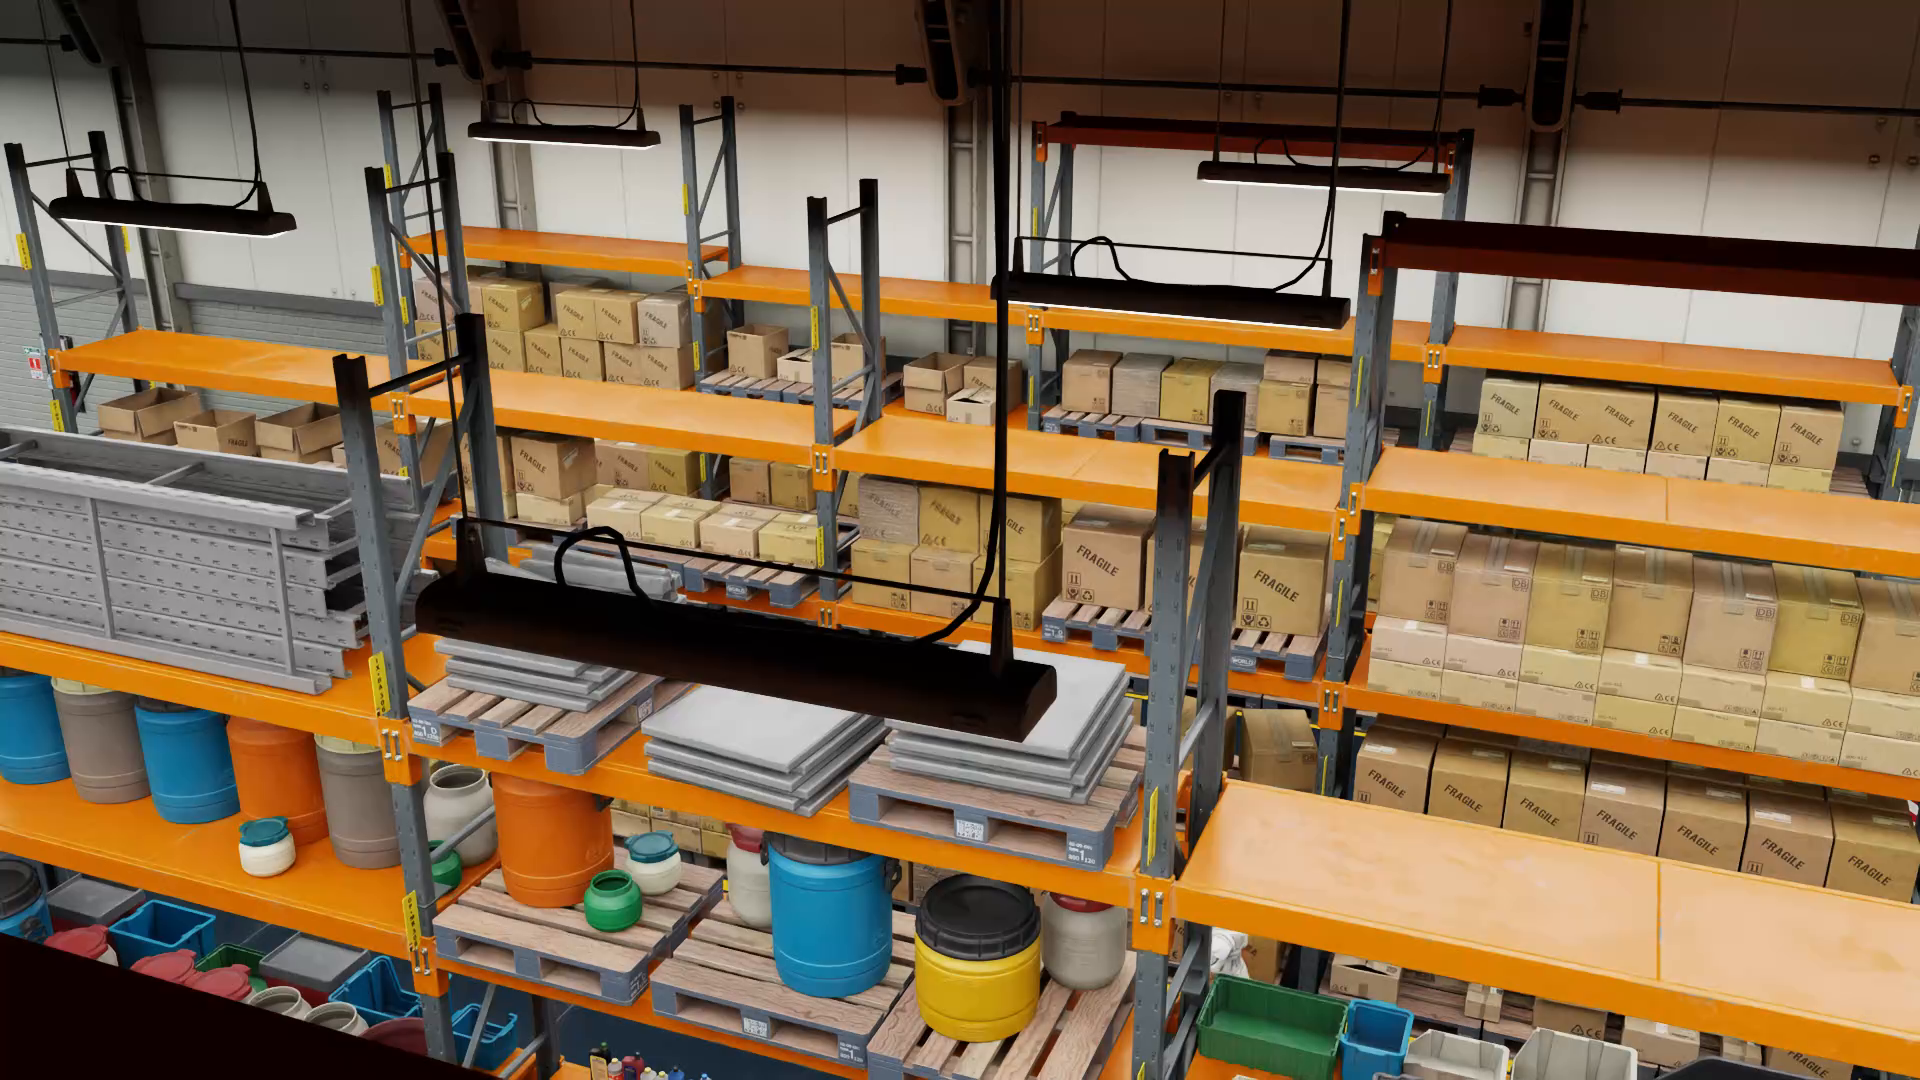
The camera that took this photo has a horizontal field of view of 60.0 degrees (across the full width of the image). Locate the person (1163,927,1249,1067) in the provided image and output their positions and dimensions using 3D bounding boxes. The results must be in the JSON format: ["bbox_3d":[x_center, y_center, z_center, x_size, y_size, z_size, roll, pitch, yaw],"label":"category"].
[{"bbox_3d":[1.818,3.165,11.781,1.022,1.603,0.500,7,22,18],"label":"person"}]
